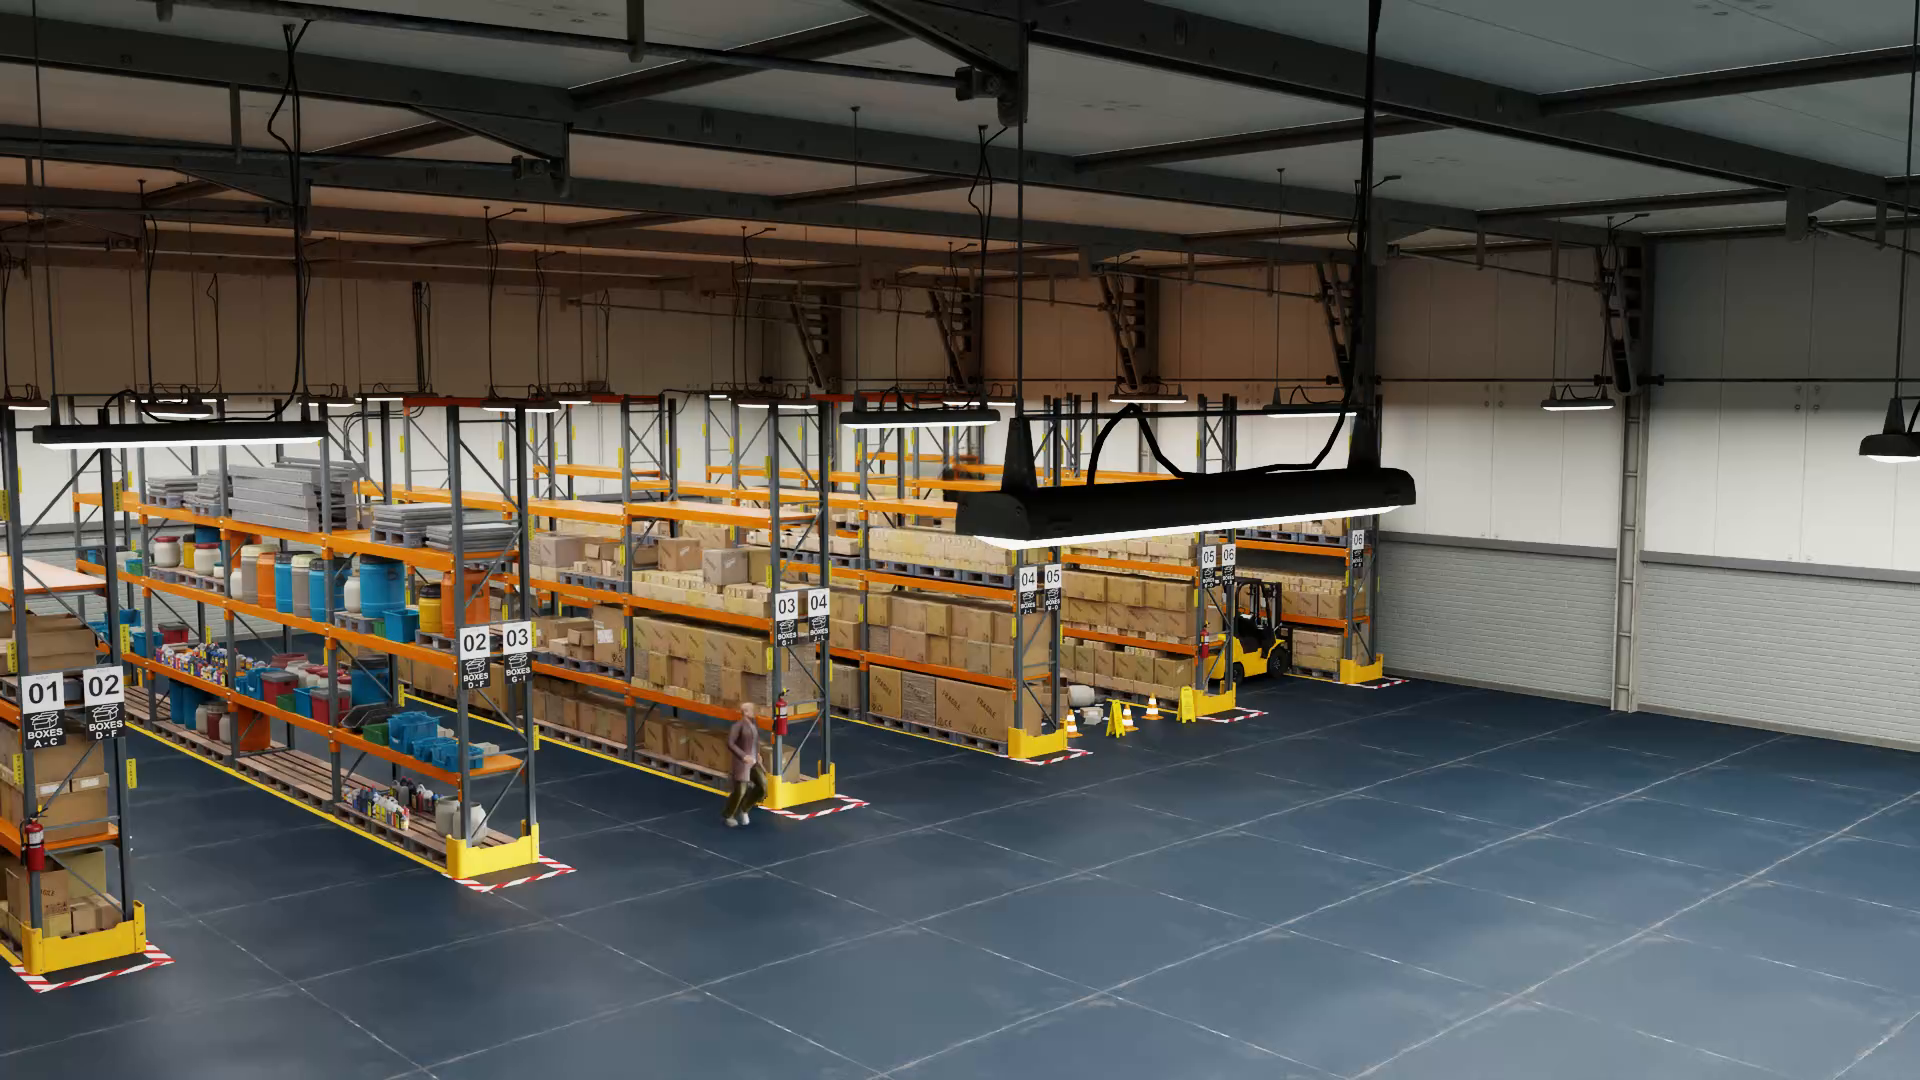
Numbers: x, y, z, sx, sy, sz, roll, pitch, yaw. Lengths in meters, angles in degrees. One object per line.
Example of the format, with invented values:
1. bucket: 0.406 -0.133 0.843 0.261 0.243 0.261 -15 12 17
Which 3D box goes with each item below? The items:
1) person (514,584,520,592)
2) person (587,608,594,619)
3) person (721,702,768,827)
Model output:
1. person: -10.626 1.635 40.260 0.646 1.702 0.852 3 6 30
2. person: -9.041 1.470 41.201 0.971 1.738 0.761 2 6 22
3. person: -3.029 3.181 23.697 0.643 1.730 0.775 4 7 32
